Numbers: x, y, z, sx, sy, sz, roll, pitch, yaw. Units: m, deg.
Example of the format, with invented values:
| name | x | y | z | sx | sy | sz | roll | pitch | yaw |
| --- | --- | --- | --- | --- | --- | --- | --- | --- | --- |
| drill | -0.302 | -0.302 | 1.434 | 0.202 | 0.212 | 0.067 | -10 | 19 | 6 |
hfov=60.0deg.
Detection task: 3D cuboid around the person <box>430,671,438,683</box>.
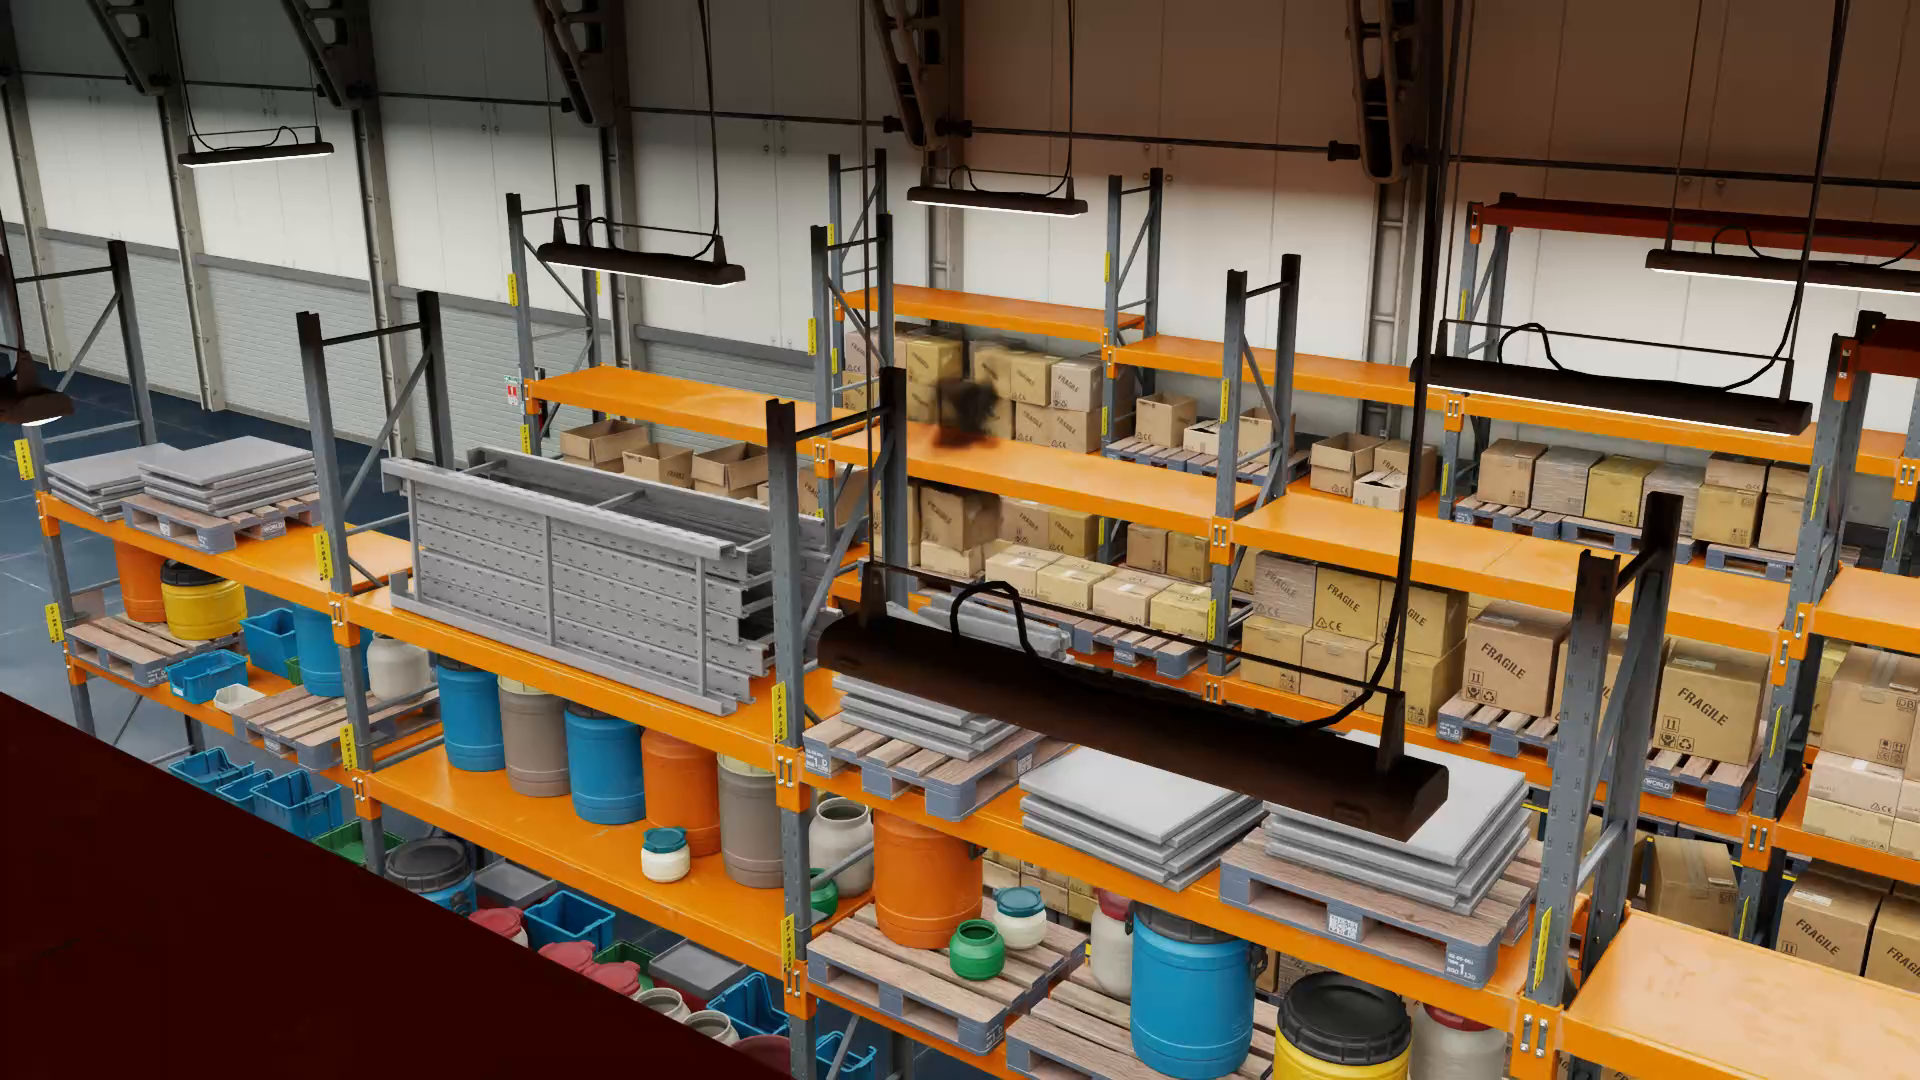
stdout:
| name | x | y | z | sx | sy | sz | roll | pitch | yaw |
| --- | --- | --- | --- | --- | --- | --- | --- | --- | --- |
| person | -6.255 | 1.220 | 18.814 | 0.936 | 1.724 | 0.621 | -8 | 20 | -21 |
